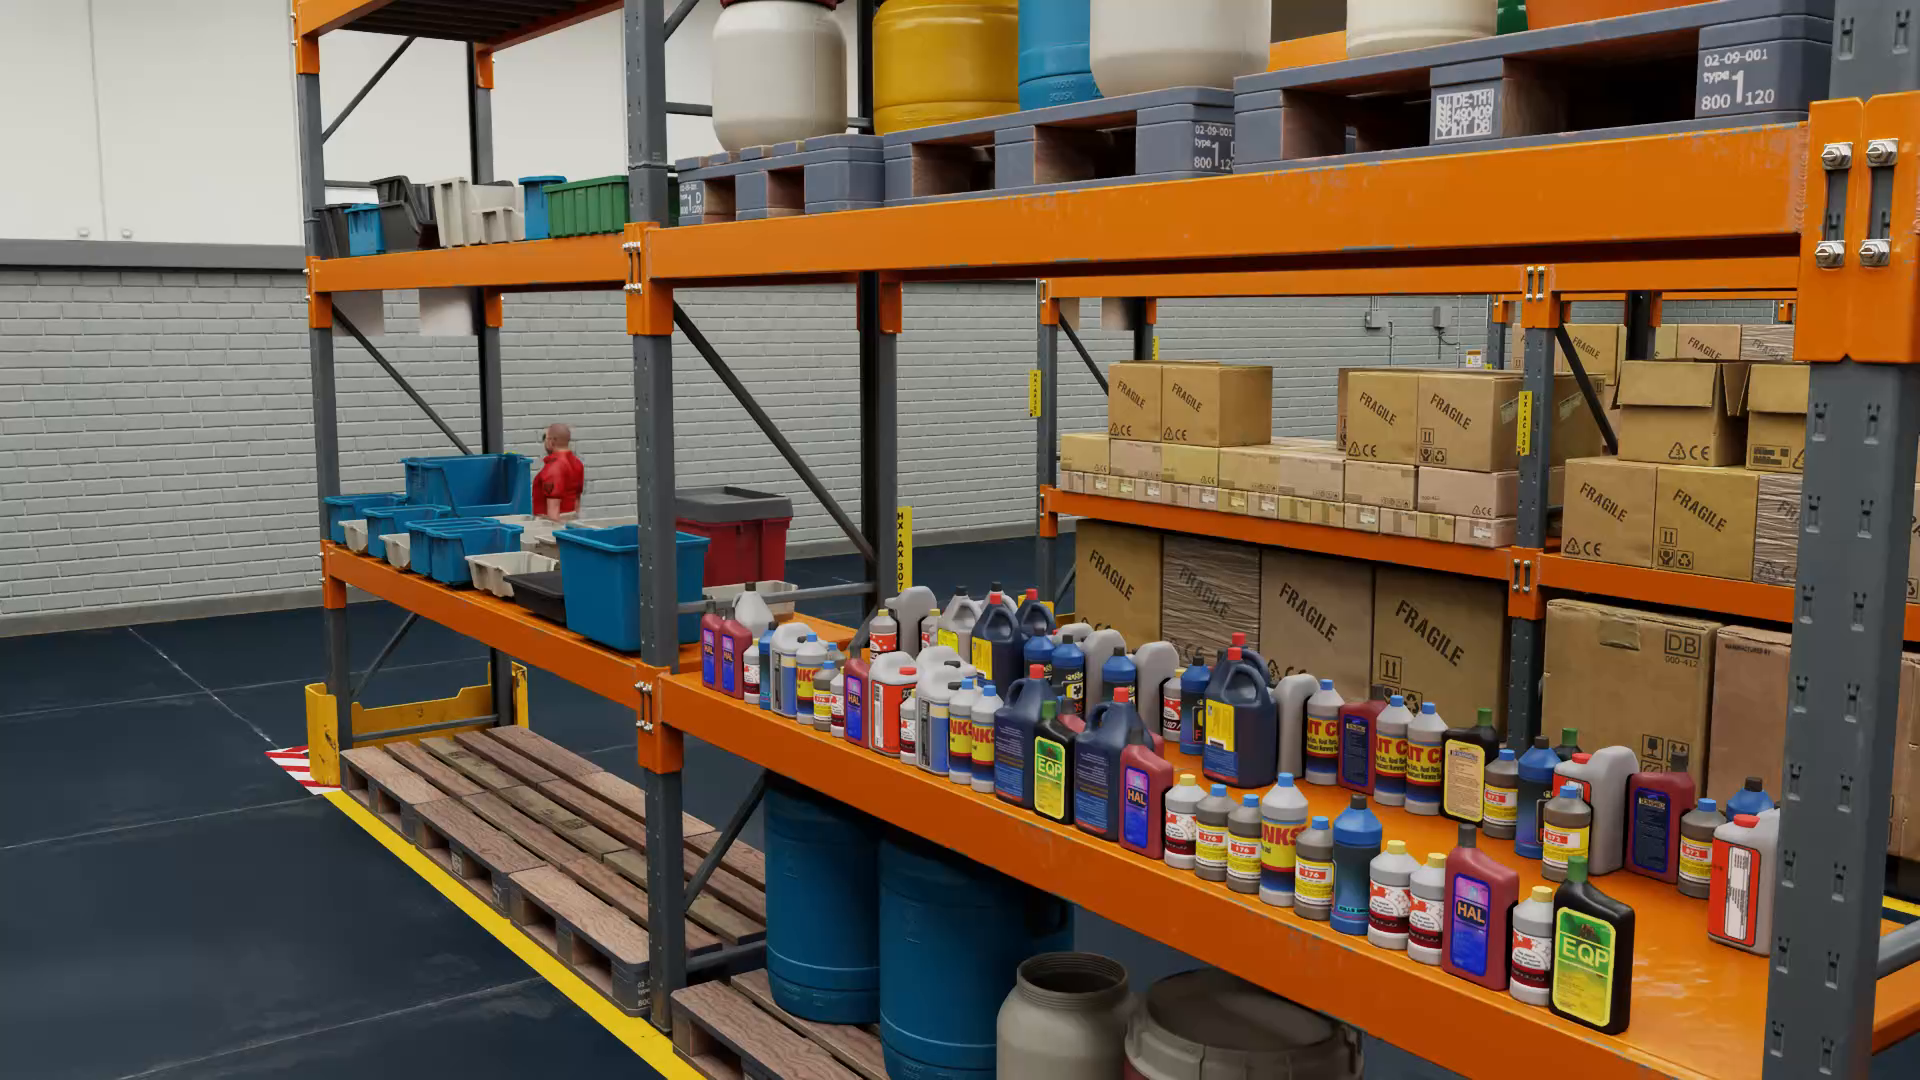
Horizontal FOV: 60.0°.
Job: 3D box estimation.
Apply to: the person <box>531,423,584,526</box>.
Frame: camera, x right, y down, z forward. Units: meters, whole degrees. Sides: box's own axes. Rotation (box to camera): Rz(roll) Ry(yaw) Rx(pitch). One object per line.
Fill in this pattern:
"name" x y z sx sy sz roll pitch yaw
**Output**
"person" -3.022 -0.044 12.617 0.865 1.689 0.545 2 8 15
